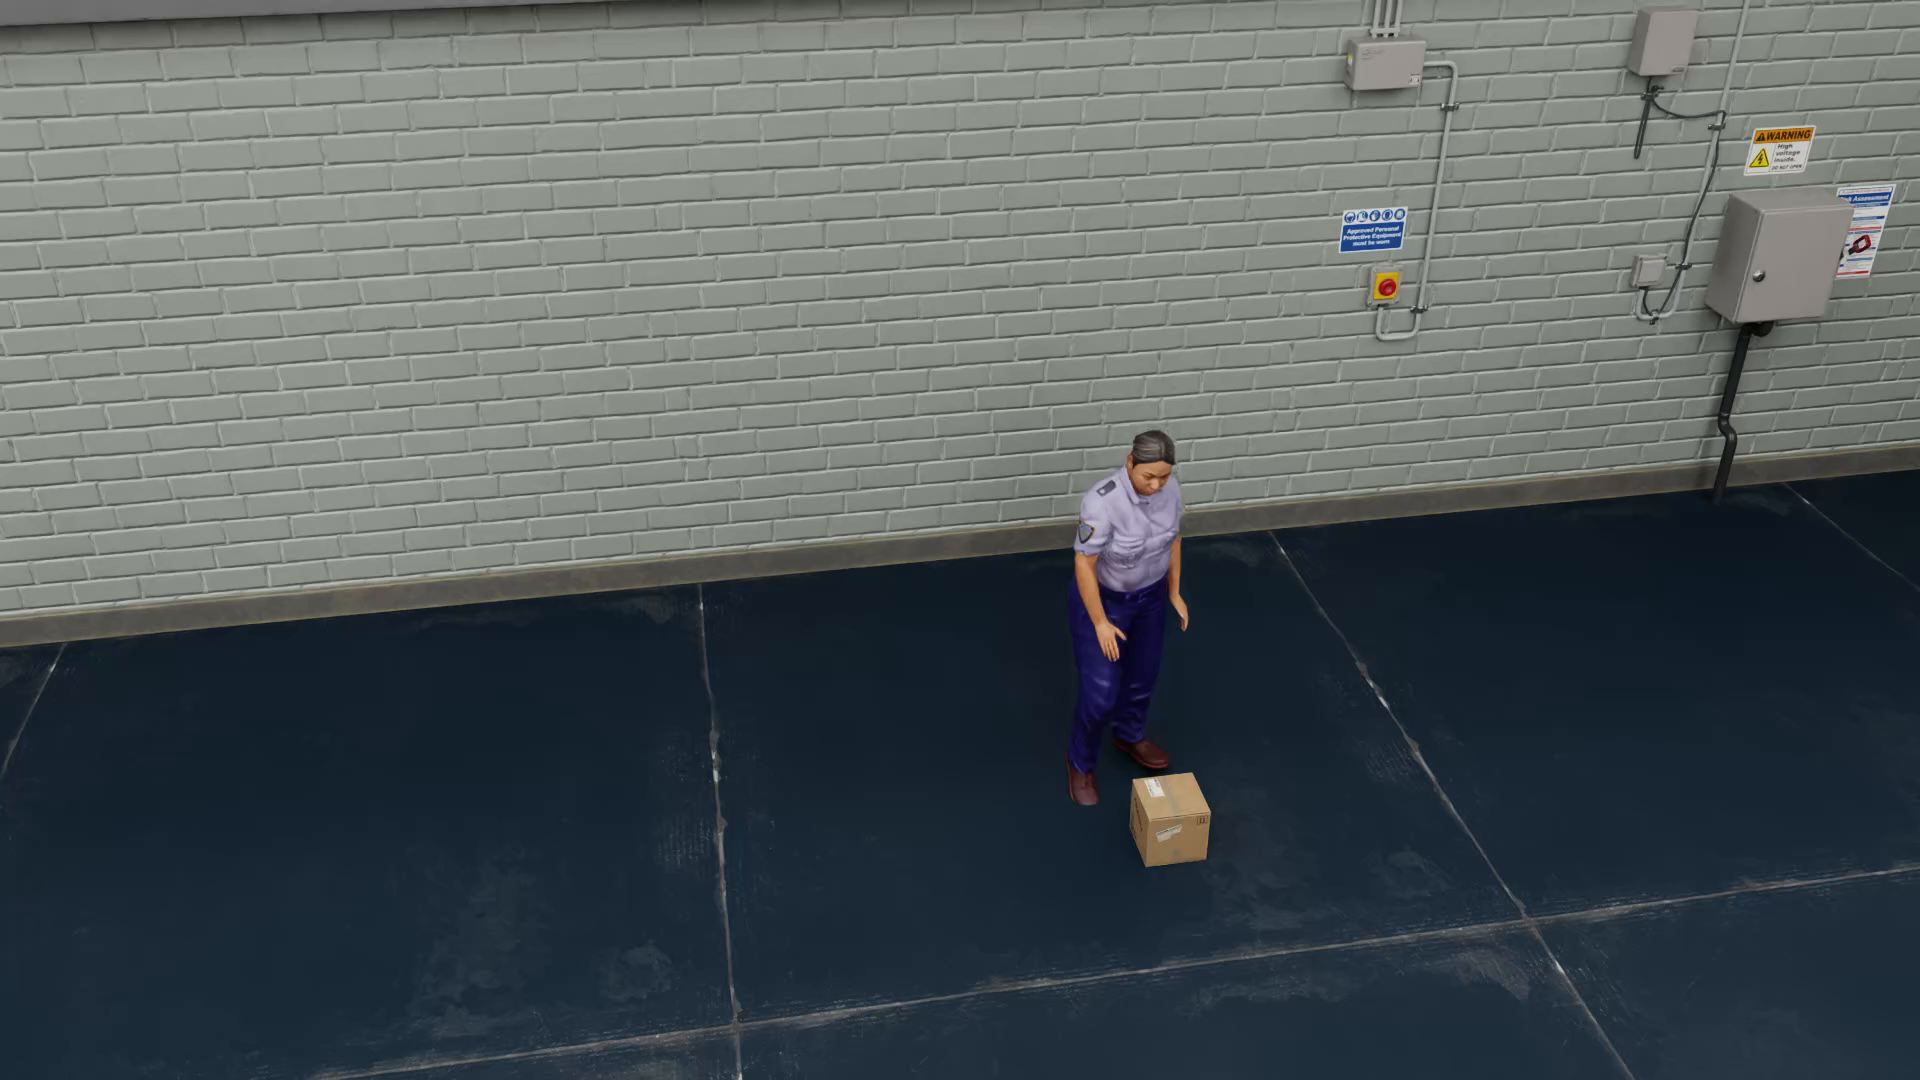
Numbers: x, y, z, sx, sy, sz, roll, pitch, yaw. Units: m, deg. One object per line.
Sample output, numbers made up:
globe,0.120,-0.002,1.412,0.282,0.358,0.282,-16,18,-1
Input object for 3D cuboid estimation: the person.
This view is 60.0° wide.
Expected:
person,0.653,0.297,6.695,0.536,1.701,0.426,-21,37,-31
